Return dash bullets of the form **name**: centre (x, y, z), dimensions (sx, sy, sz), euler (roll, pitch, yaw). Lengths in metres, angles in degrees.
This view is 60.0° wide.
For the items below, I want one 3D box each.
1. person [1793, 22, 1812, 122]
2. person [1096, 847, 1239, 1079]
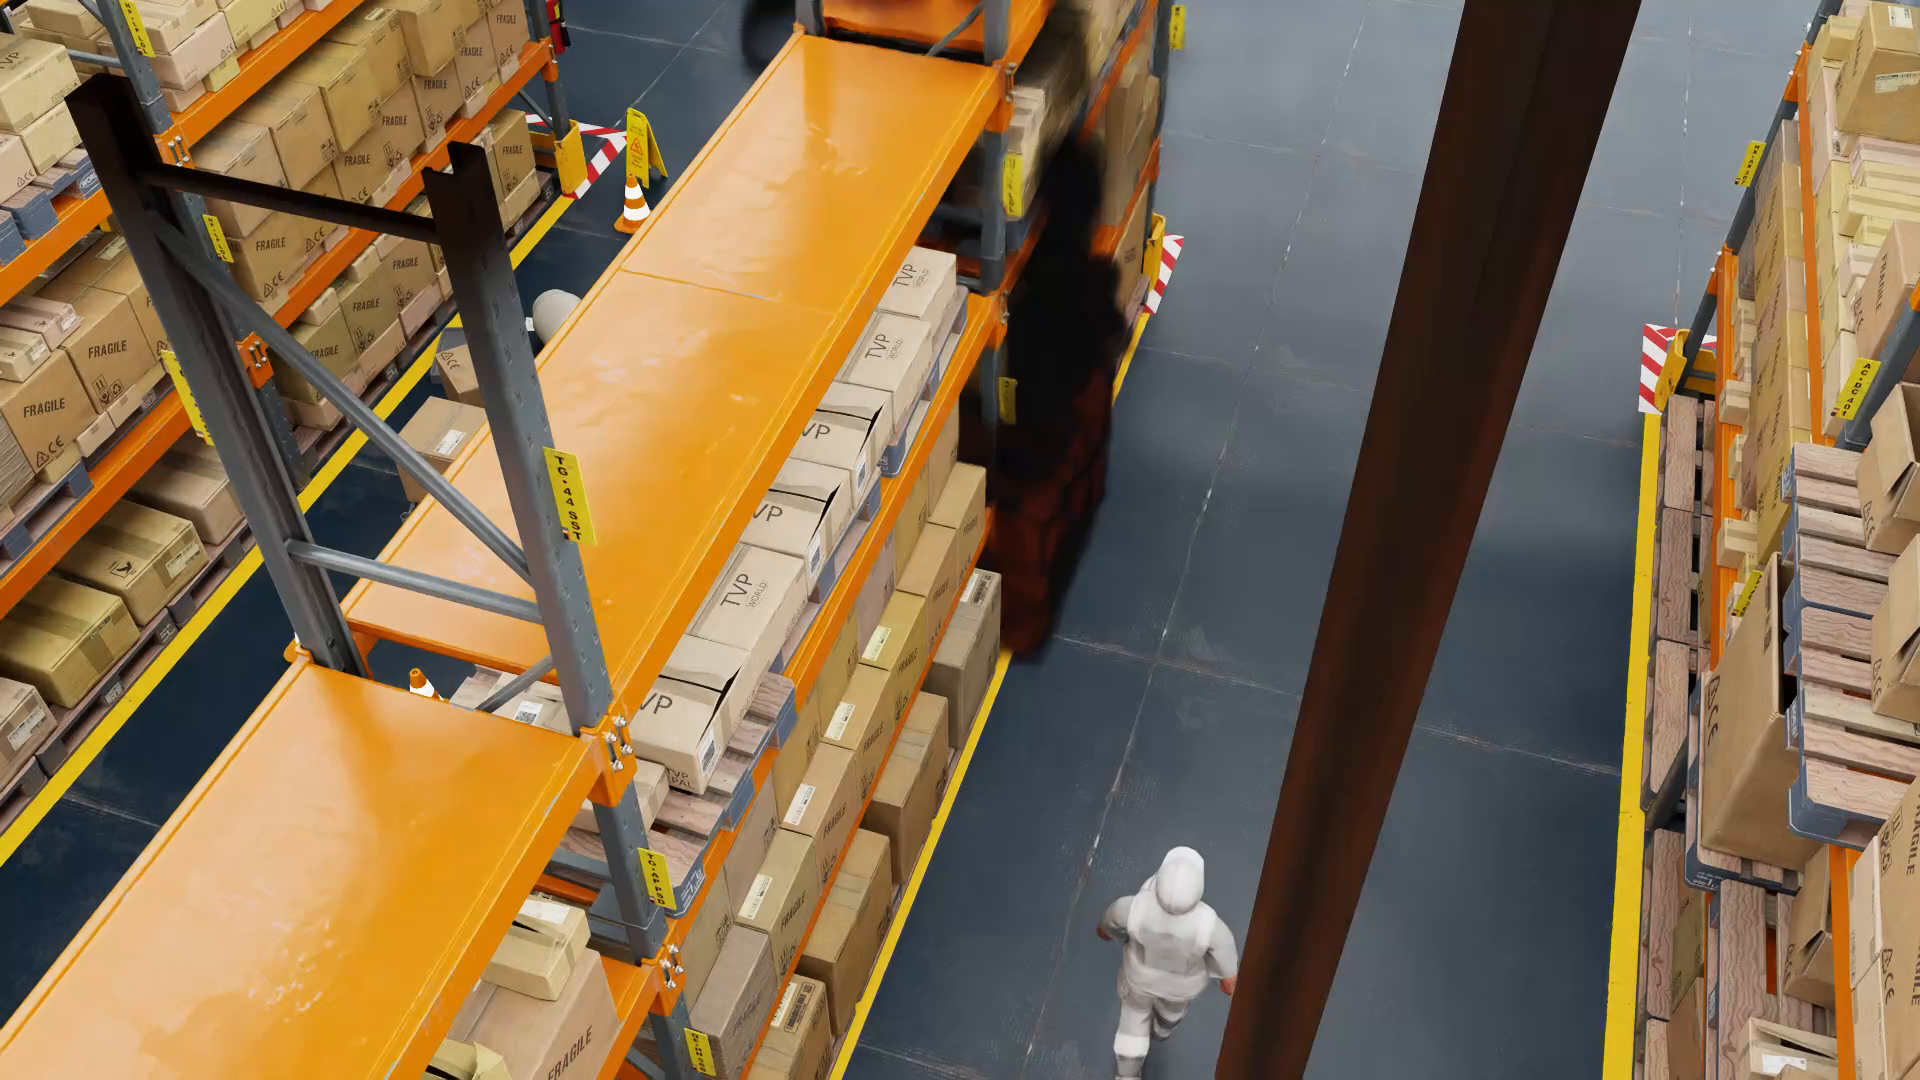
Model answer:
- **person**: centre (7.499, -4.243, 14.073), dimensions (0.605, 1.735, 0.686), euler (34, 55, 29)
- **person**: centre (0.944, 1.960, 7.597), dimensions (0.669, 1.768, 0.811), euler (11, 47, 11)
